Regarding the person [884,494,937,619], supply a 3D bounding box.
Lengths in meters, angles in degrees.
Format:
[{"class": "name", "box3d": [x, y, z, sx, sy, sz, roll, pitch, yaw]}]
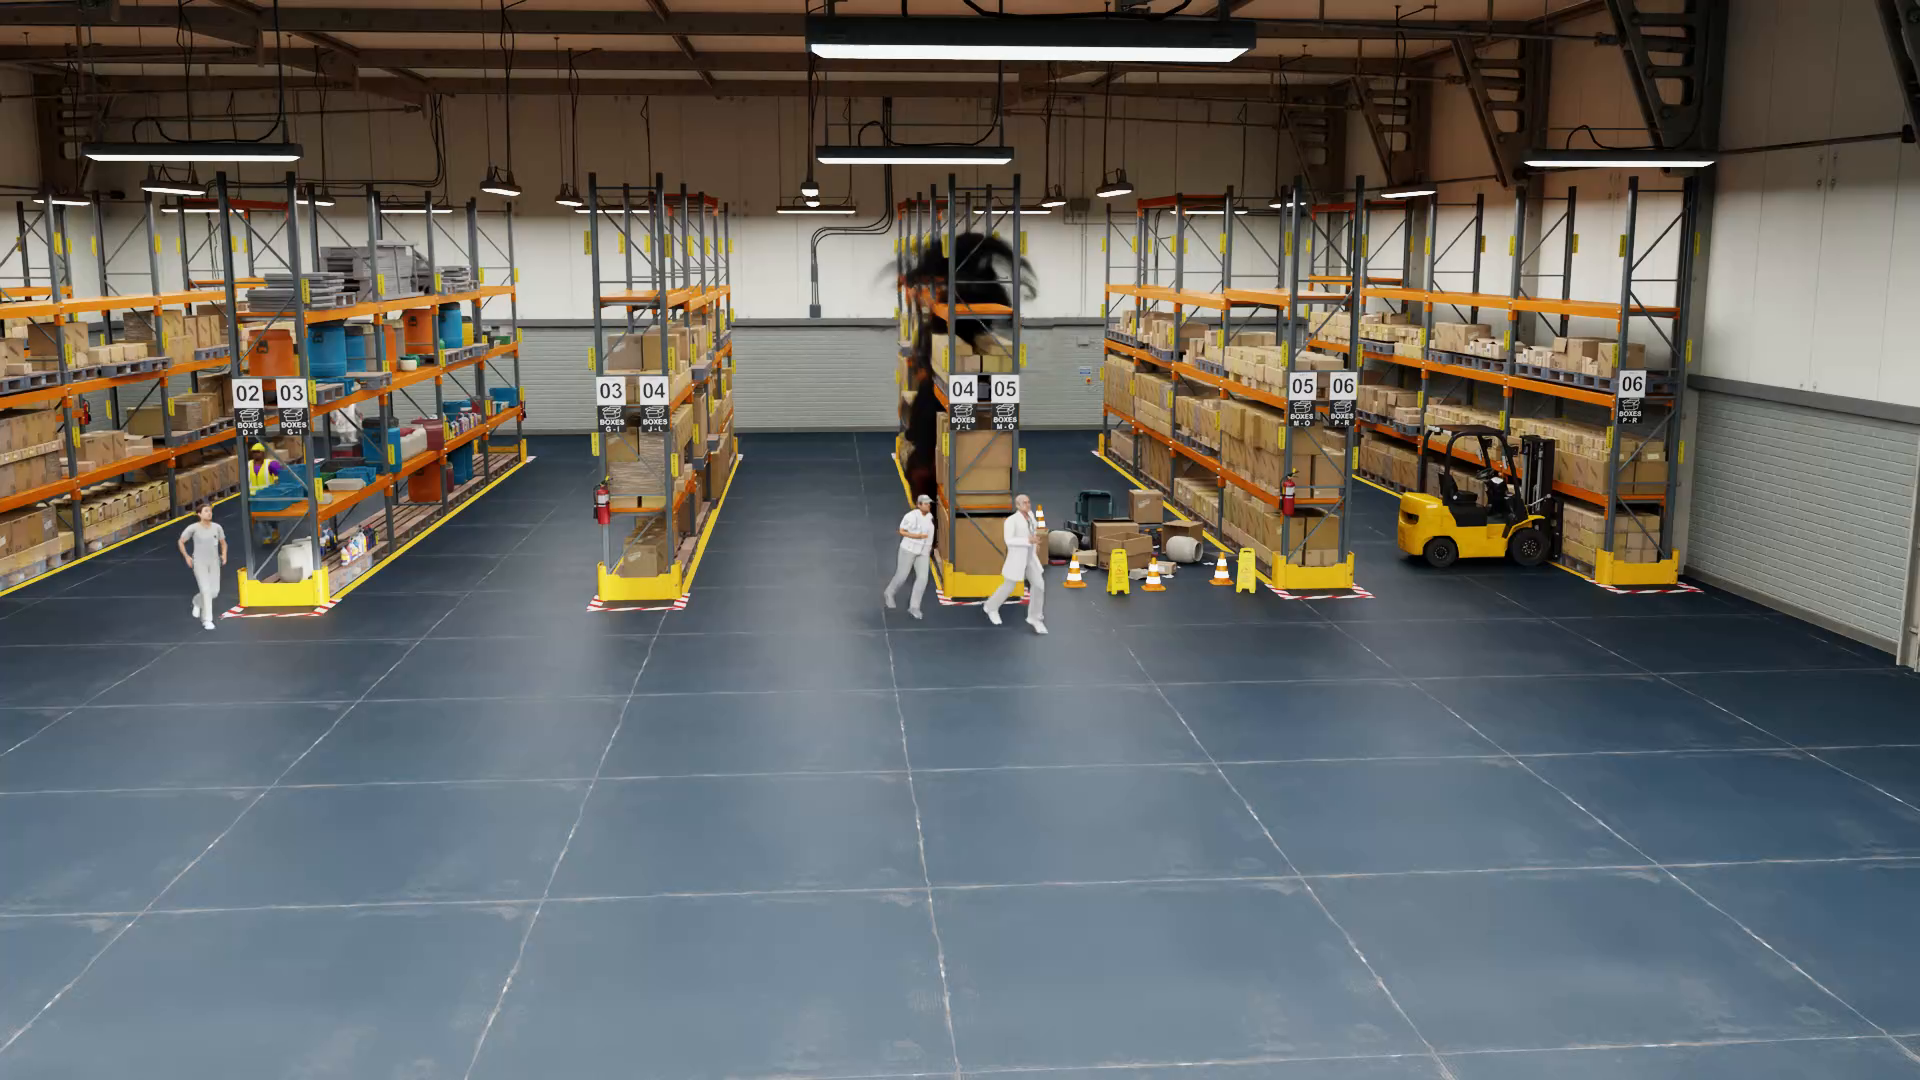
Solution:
[{"class": "person", "box3d": [-0.596, 0.189, 22.947, 0.643, 1.655, 0.883, -6, 12, -30]}]

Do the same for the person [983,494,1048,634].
[{"class": "person", "box3d": [0.768, 0.293, 21.949, 0.729, 1.836, 0.993, -9, 14, -42]}]

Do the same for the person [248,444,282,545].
[{"class": "person", "box3d": [-11.765, -0.760, 28.006, 0.674, 1.721, 0.569, -1, 10, -4]}]

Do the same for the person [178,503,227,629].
[{"class": "person", "box3d": [-10.065, 0.332, 22.198, 0.605, 1.645, 0.640, -9, 14, -42]}]

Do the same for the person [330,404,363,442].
[{"class": "person", "box3d": [-13.659, -2.370, 37.010, 0.724, 1.827, 0.863, -3, 11, -18]}]
